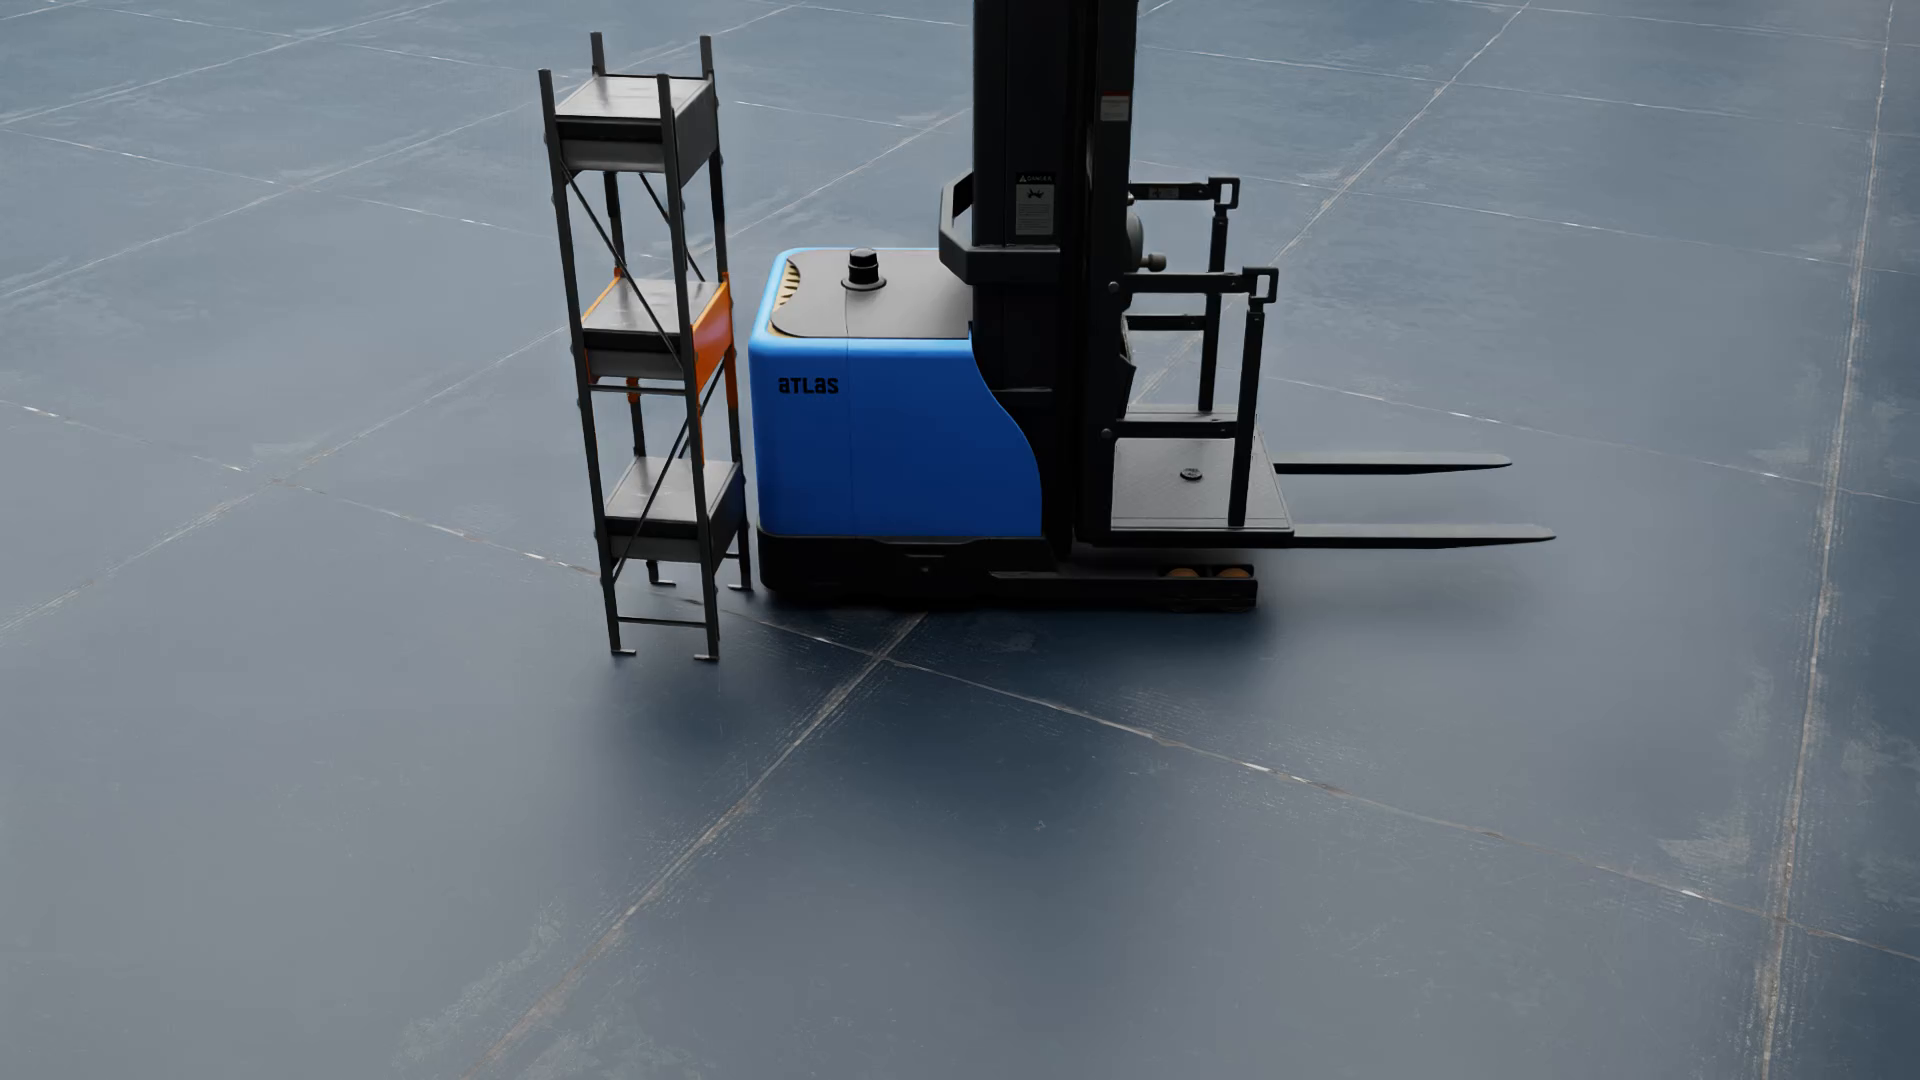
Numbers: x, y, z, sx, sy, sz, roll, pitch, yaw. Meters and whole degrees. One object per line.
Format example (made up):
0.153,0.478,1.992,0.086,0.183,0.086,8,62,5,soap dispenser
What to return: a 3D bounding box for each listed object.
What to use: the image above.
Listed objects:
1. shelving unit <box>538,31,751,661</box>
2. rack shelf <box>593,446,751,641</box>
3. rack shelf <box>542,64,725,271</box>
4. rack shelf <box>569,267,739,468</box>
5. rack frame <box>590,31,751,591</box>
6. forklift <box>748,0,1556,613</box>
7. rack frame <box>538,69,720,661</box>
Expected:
-1.036,-0.612,5.707,0.431,2.100,0.503,4,30,6,shelving unit
-1.036,0.007,6.062,0.431,0.518,0.480,4,30,6,rack shelf
-1.036,-1.207,5.365,0.431,0.518,0.480,4,30,6,rack shelf
-1.036,-0.600,5.713,0.431,0.518,0.480,4,30,6,rack shelf
-1.005,-0.732,5.917,0.400,2.100,0.015,4,30,6,rack frame
0.758,-1.264,6.007,3.031,2.935,1.130,0,30,1,forklift
-1.067,-0.491,5.497,0.400,2.100,0.015,4,30,6,rack frame
